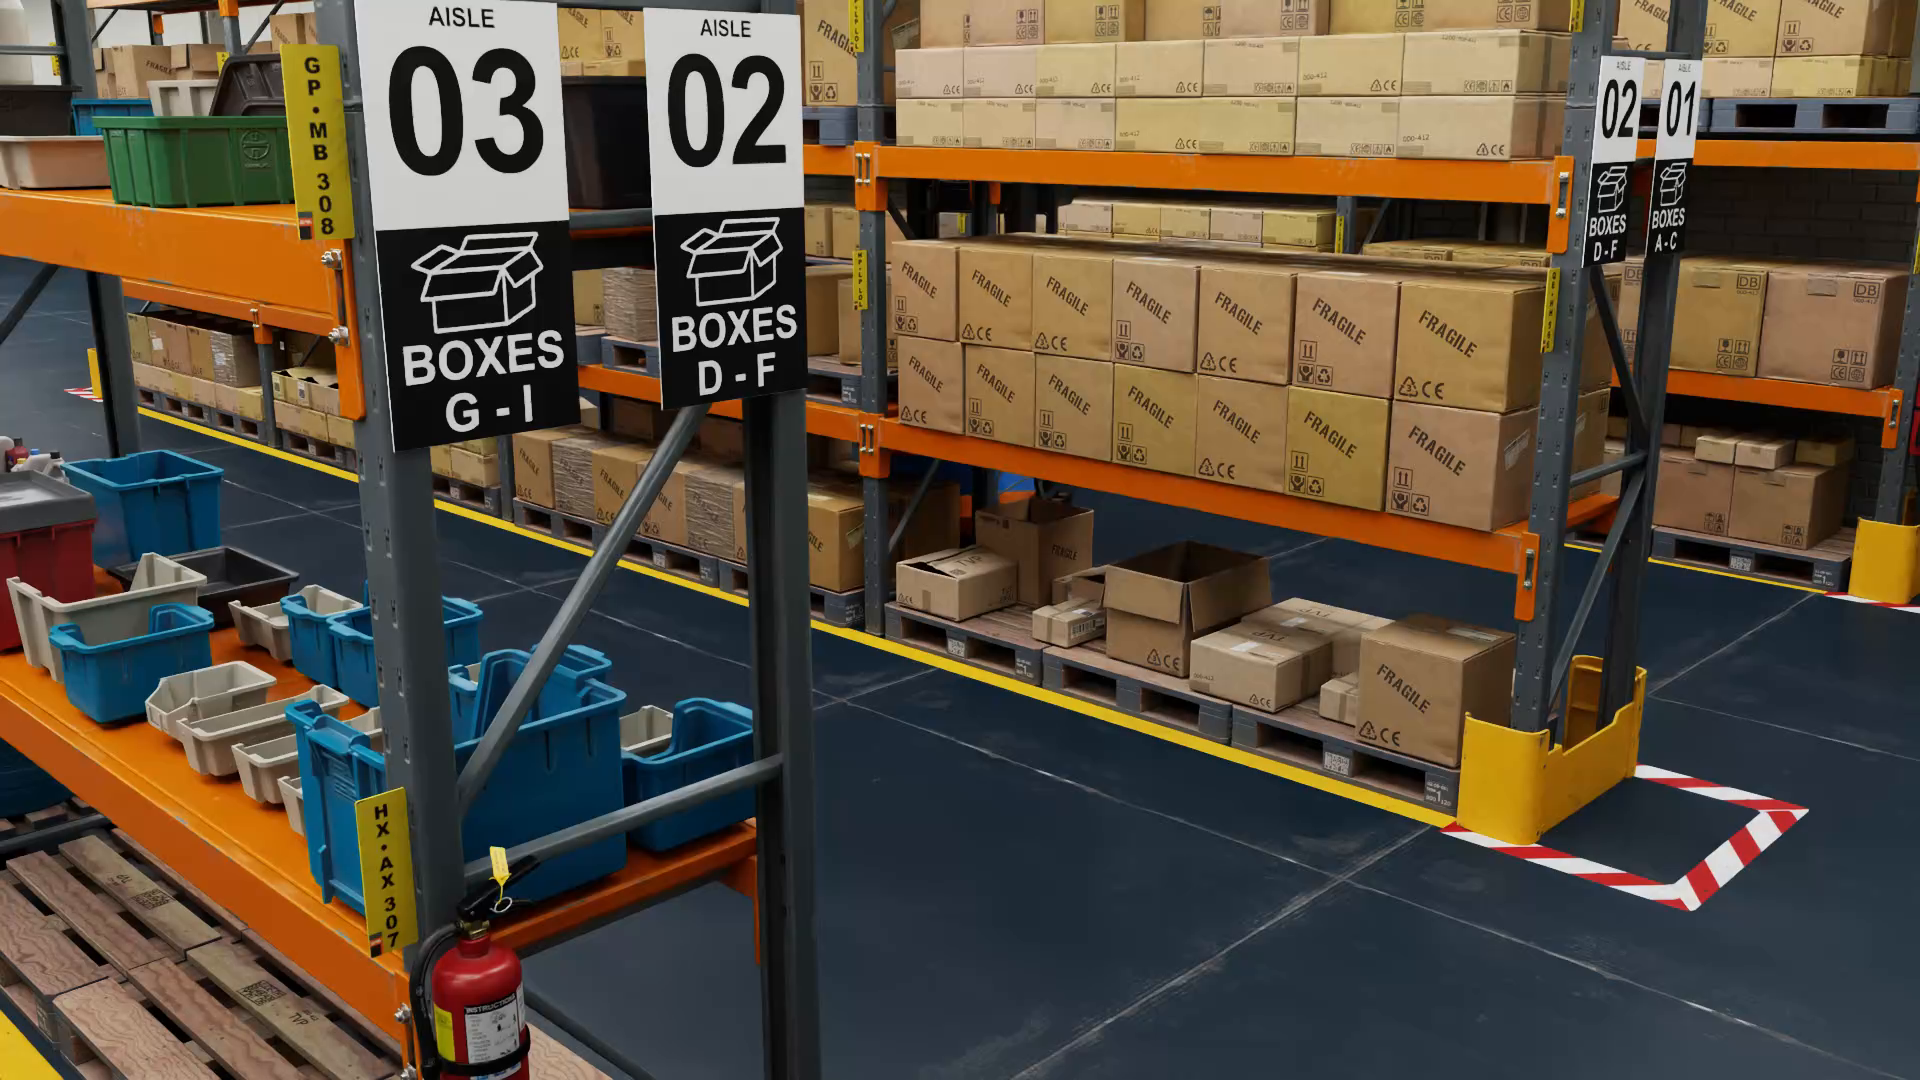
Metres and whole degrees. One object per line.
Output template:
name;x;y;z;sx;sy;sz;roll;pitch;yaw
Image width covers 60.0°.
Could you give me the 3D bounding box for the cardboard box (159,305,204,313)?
cardboard box;-8.216;-2.277;17.855;0.500;0.500;0.500;14;20;42

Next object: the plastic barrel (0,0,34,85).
plastic barrel;-3.816;-1.941;6.381;0.433;0.535;0.433;0;15;0

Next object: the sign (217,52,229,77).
sign;-6.313;-4.020;14.281;0.005;0.325;0.100;14;20;42

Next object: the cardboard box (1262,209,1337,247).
cardboard box;2.752;-2.481;13.191;0.500;0.250;0.500;-14;20;-43

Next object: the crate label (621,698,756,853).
crate label;-0.681;0.566;4.023;0.303;0.233;0.416;14;20;42

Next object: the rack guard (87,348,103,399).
rack guard;-8.826;-1.876;18.140;0.348;0.500;1.175;14;20;42

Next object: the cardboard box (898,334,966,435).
cardboard box;0.008;-0.891;9.204;0.500;0.500;0.500;-14;20;-43

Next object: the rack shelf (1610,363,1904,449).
rack shelf;4.705;-1.183;11.950;4.000;0.370;1.077;14;20;42

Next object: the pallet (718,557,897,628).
pallet;-0.782;0.233;10.621;1.213;0.211;1.003;14;20;42

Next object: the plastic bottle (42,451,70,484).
plastic bottle;-3.669;-0.186;6.797;0.185;0.351;0.144;14;20;42

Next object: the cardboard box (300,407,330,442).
cardboard box;-5.444;-1.049;14.628;0.500;0.250;0.500;-14;20;-43

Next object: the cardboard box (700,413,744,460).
cardboard box;-1.431;-0.739;11.417;0.500;0.250;0.500;13;20;41

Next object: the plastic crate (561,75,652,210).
plastic crate;-0.815;-0.889;3.705;0.590;0.269;0.497;14;20;42

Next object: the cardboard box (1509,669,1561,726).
cardboard box;2.646;0.750;7.887;0.250;0.149;0.380;14;20;42

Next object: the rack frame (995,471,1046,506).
rack frame;0.350;-0.345;10.486;0.032;1.125;0.500;1;21;40

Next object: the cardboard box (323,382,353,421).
cardboard box;-5.074;-1.229;14.208;0.500;0.311;0.500;13;19;40

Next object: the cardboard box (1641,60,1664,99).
cardboard box;4.680;-3.073;11.093;0.500;0.250;0.500;13;19;41

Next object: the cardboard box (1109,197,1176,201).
cardboard box;1.630;-2.932;14.921;0.500;0.250;0.500;13;19;41

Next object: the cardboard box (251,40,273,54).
cardboard box;-6.109;-4.288;15.183;0.500;0.500;0.500;-12;19;-40

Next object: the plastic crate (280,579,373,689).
plastic crate;-1.845;0.283;5.109;0.300;0.233;0.416;14;20;42

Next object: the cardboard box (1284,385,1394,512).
cardboard box;1.822;-0.449;7.507;0.500;0.500;0.500;14;20;43

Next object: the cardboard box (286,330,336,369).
cardboard box;-6.046;-1.755;15.851;0.500;0.500;0.500;14;20;42

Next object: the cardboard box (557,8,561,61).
cardboard box;-2.740;-3.588;11.621;0.500;0.500;0.500;14;20;42

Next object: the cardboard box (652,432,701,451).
cardboard box;-1.841;-0.473;11.883;0.500;0.500;0.500;13;19;40

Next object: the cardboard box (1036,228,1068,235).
cardboard box;0.929;-2.558;14.974;0.500;0.500;0.500;-14;20;-42

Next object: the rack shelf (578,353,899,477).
rack shelf;-1.610;-0.983;11.183;4.000;0.370;1.077;14;20;42

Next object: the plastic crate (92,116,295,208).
plastic crate;-1.640;-0.853;3.726;0.336;0.188;0.450;14;20;42

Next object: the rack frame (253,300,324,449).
rack frame;-5.929;-2.381;15.122;0.127;3.000;1.000;14;20;42

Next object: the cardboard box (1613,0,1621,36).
cardboard box;4.318;-3.525;11.340;0.500;0.500;0.500;14;20;43

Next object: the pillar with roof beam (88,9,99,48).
pillar with roof beam;-20.215;-9.288;29.730;0.400;9.000;9.100;14;20;42

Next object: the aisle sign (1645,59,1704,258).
aisle sign;2.962;-1.581;6.893;0.004;0.787;0.394;14;20;42

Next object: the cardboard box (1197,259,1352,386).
cardboard box;1.457;-1.020;7.715;0.500;0.500;0.500;-14;20;-43

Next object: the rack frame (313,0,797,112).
rack frame;-0.731;-2.286;2.858;0.127;3.000;1.000;14;20;42

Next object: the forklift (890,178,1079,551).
forklift;0.233;-1.593;12.234;1.130;2.935;3.031;4;15;16

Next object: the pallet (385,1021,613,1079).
pallet;-1.298;1.815;4.547;1.213;0.211;1.003;14;20;42

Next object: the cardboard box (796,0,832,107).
cardboard box;-0.979;-2.947;10.115;0.600;0.600;0.600;13;20;42

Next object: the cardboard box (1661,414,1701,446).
cardboard box;5.072;-0.784;11.830;0.250;0.149;0.380;14;20;43

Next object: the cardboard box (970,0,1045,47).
cardboard box;0.468;-2.774;8.498;0.500;0.500;0.700;14;20;42

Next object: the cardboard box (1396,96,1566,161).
cardboard box;2.157;-1.702;6.864;0.500;0.250;0.500;14;20;42

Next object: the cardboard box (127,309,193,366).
cardboard box;-8.216;-2.096;17.159;0.500;0.500;0.500;14;20;42

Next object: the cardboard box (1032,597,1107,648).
cardboard box;0.612;0.439;9.044;0.250;0.166;0.380;14;20;42

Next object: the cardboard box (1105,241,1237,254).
cardboard box;1.107;-1.295;8.770;0.500;0.500;0.500;14;20;43

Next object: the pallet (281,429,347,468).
pallet;-5.372;-0.910;15.006;1.213;0.211;1.003;14;20;42

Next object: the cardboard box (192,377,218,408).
cardboard box;-7.138;-1.470;16.244;0.500;0.250;0.500;14;20;42

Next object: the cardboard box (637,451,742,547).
cardboard box;-1.803;-0.283;11.156;0.500;0.500;0.500;13;19;40

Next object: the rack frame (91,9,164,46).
rack frame;-8.809;-5.984;17.053;0.127;3.000;1.000;14;20;42

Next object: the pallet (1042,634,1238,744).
pallet;1.206;0.702;8.819;1.213;0.211;1.003;14;20;42

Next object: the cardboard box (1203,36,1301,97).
cardboard box;1.445;-2.121;7.482;0.500;0.250;0.500;14;20;42

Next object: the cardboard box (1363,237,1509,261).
cardboard box;3.645;-1.928;12.789;0.700;0.700;0.980;14;20;43

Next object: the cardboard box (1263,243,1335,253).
cardboard box;2.758;-2.118;13.284;0.500;0.500;0.500;13;20;41

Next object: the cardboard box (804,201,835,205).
cardboard box;-1.753;-3.348;17.762;0.700;0.500;0.500;-12;19;-39

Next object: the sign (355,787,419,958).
sign;-1.102;0.641;3.200;0.005;0.325;0.100;14;20;42

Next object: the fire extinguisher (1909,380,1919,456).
fire extinguisher;5.933;-0.853;10.150;0.183;0.674;0.296;14;20;42

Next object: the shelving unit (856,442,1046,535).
shelving unit;-0.042;-0.352;10.810;1.048;1.125;0.538;1;21;40

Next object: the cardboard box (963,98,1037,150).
cardboard box;0.365;-2.142;8.552;0.500;0.250;0.500;14;20;42

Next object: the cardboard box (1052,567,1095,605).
cardboard box;0.748;0.288;9.658;0.250;0.149;0.380;14;20;42

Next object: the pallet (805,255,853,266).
pallet;-1.067;-2.827;17.214;1.213;0.211;1.003;14;20;42

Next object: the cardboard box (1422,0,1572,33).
cardboard box;2.328;-2.352;6.879;0.500;0.500;0.700;14;20;42

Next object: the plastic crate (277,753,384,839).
plastic crate;-1.444;0.606;4.062;0.243;0.136;0.396;14;20;42

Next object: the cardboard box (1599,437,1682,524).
cardboard box;4.849;-0.454;11.852;0.500;0.500;0.700;13;19;40
